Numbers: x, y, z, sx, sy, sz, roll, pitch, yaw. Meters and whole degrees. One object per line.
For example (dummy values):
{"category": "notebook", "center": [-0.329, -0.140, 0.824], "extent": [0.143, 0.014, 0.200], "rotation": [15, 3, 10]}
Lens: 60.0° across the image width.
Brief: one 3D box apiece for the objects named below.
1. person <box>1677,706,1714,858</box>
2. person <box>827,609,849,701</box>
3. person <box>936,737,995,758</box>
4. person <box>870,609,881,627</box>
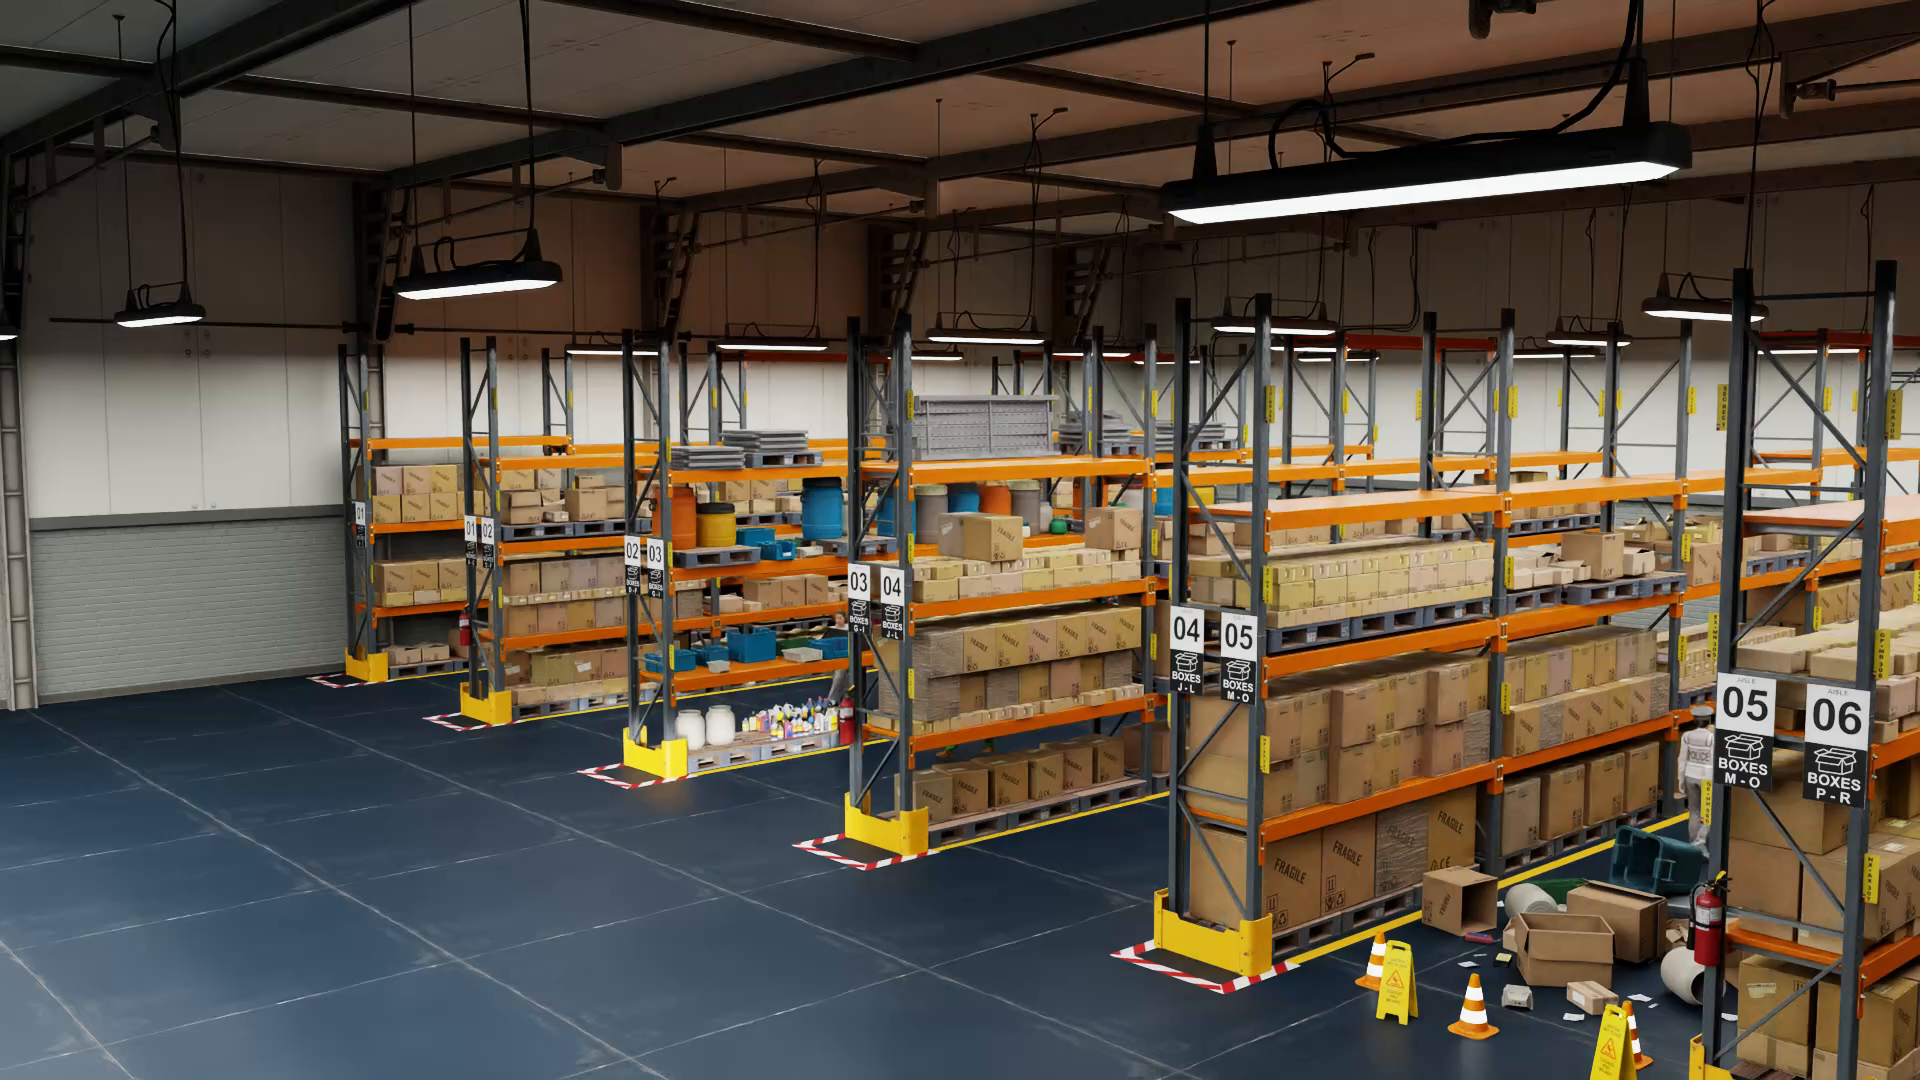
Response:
{"category": "person", "center": [8.197, 2.687, 18.436], "extent": [0.516, 1.674, 0.512], "rotation": [-4, 7, -41]}
{"category": "person", "center": [-1.965, 1.927, 26.969], "extent": [0.436, 1.615, 0.961], "rotation": [4, 6, 36]}
{"category": "person", "center": [0.098, 2.182, 23.321], "extent": [0.992, 1.742, 0.556], "rotation": [-5, 7, -45]}
{"category": "person", "center": [-1.716, 1.144, 35.148], "extent": [0.508, 1.768, 0.608], "rotation": [-1, 5, -8]}
